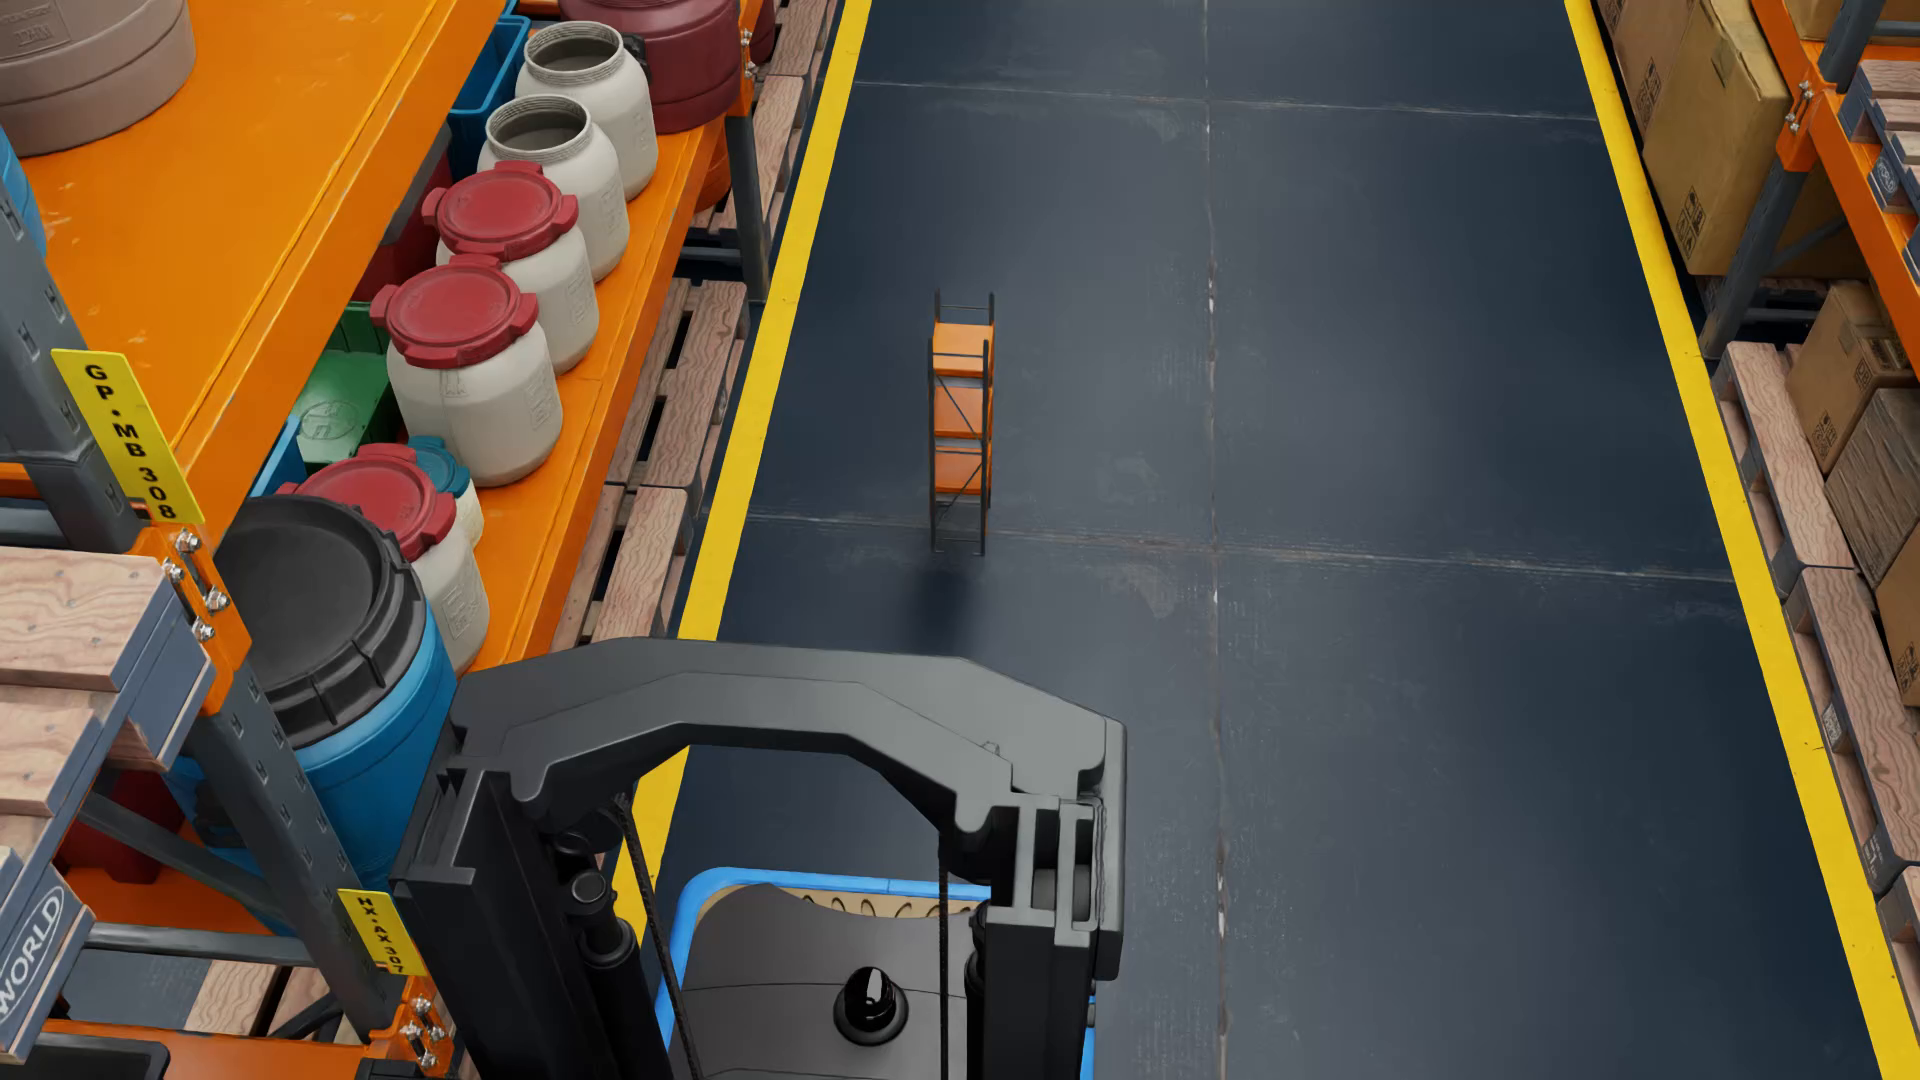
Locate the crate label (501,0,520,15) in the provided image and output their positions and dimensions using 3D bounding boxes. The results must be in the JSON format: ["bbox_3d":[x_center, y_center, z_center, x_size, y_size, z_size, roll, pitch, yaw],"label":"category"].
[{"bbox_3d":[-1.742,-1.766,5.945,0.303,0.233,0.416,4,48,4],"label":"crate label"}]

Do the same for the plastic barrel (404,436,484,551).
[{"bbox_3d":[-1.421,-0.083,4.387,0.301,0.262,0.301,0,48,0],"label":"plastic barrel"}]

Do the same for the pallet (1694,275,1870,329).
[{"bbox_3d":[3.749,-1.406,7.393,1.003,0.211,1.213,4,48,4],"label":"pallet"}]

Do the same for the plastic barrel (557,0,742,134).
[{"bbox_3d":[-1.071,-1.791,5.763,0.600,0.536,0.708,4,48,4],"label":"plastic barrel"}]

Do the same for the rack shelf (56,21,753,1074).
[{"bbox_3d":[-1.512,-0.394,5.065,1.077,0.370,4.000,4,48,4],"label":"rack shelf"}]

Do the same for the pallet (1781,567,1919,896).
[{"bbox_3d":[3.416,0.636,5.525,1.003,0.211,1.213,4,48,4],"label":"pallet"}]

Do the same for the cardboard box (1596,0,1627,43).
[{"bbox_3d":[3.848,-3.009,8.125,1.225,0.875,0.875,2,48,2],"label":"cardboard box"}]

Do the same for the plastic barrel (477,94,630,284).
[{"bbox_3d":[-1.250,-1.064,5.115,0.421,0.512,0.421,0,48,0],"label":"plastic barrel"}]

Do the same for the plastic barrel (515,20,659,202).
[{"bbox_3d":[-1.211,-1.374,5.398,0.421,0.512,0.421,0,48,0],"label":"plastic barrel"}]

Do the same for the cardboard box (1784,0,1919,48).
[{"bbox_3d":[3.400,-2.186,6.149,0.500,0.500,0.500,5,48,5],"label":"cardboard box"}]

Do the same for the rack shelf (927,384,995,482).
[{"bbox_3d":[0.005,-0.386,5.906,0.215,0.259,0.240,4,48,4],"label":"rack shelf"}]

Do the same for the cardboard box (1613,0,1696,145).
[{"bbox_3d":[3.775,-2.358,7.529,1.225,0.875,0.875,4,48,4],"label":"cardboard box"}]

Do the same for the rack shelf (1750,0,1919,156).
[{"bbox_3d":[3.784,-3.000,7.449,1.077,0.370,4.000,4,48,4],"label":"rack shelf"}]

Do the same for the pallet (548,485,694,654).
[{"bbox_3d":[-1.553,0.295,5.837,1.003,0.211,1.213,4,48,4],"label":"pallet"}]

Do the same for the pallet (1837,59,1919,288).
[{"bbox_3d":[3.643,-1.178,5.424,1.213,0.211,1.003,4,48,4],"label":"pallet"}]

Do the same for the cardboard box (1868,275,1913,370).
[{"bbox_3d":[3.571,-0.837,5.870,0.500,0.250,0.500,6,48,5],"label":"cardboard box"}]

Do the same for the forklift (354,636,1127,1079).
[{"bbox_3d":[-0.294,1.647,2.757,1.130,2.935,3.031,3,48,3],"label":"forklift"}]

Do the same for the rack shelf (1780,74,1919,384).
[{"bbox_3d":[3.420,-0.061,4.760,1.077,0.370,4.000,4,48,4],"label":"rack shelf"}]

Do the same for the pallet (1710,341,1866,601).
[{"bbox_3d":[3.529,-0.258,6.343,1.003,0.211,1.213,4,48,4],"label":"pallet"}]

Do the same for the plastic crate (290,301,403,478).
[{"bbox_3d":[-1.817,-0.394,4.721,0.450,0.188,0.662,4,48,4],"label":"plastic crate"}]

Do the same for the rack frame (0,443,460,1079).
[{"bbox_3d":[-1.695,0.833,3.455,1.000,3.000,0.127,4,48,4],"label":"rack frame"}]

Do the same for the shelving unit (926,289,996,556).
[{"bbox_3d":[0.005,-0.394,5.899,0.215,1.050,0.252,4,48,4],"label":"shelving unit"}]

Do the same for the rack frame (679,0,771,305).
[{"bbox_3d":[-1.330,-2.106,6.144,1.000,3.000,0.127,4,48,4],"label":"rack frame"}]

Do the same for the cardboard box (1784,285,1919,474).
[{"bbox_3d":[3.561,-0.584,6.148,0.700,0.500,0.500,2,48,1],"label":"cardboard box"}]

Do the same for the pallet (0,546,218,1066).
[{"bbox_3d":[-1.663,0.421,1.927,1.213,0.211,1.003,4,48,4],"label":"pallet"}]

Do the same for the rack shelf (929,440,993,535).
[{"bbox_3d":[0.005,-0.199,6.111,0.215,0.259,0.240,4,48,4],"label":"rack shelf"}]

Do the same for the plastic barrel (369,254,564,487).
[{"bbox_3d":[-1.322,-0.440,4.528,0.433,0.535,0.433,0,48,0],"label":"plastic barrel"}]

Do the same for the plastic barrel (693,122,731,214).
[{"bbox_3d":[-1.303,-1.876,7.119,0.600,0.830,0.708,4,48,4],"label":"plastic barrel"}]

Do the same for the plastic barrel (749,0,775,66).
[{"bbox_3d":[-1.200,-2.625,7.967,0.600,0.588,0.708,4,48,4],"label":"plastic barrel"}]

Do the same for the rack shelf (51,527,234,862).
[{"bbox_3d":[-1.877,1.533,1.270,1.077,0.370,4.000,4,48,4],"label":"rack shelf"}]

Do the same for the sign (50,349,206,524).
[{"bbox_3d":[-1.148,-0.137,2.304,0.100,0.325,0.005,4,48,4],"label":"sign"}]

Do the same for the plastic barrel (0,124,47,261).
[{"bbox_3d":[-1.865,-0.737,2.519,0.600,0.901,0.708,4,48,4],"label":"plastic barrel"}]

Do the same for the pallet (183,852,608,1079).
[{"bbox_3d":[-1.662,1.194,5.015,1.003,0.211,1.213,4,48,4],"label":"pallet"}]

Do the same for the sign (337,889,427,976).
[{"bbox_3d":[-1.148,0.785,3.312,0.100,0.325,0.005,4,48,4],"label":"sign"}]

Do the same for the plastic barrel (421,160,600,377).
[{"bbox_3d":[-1.283,-0.758,4.819,0.433,0.535,0.433,0,48,0],"label":"plastic barrel"}]

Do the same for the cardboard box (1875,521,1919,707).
[{"bbox_3d":[3.478,0.241,5.393,0.700,0.500,0.500,7,48,7],"label":"cardboard box"}]

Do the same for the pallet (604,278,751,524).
[{"bbox_3d":[-1.439,-0.599,6.654,1.003,0.211,1.213,4,48,4],"label":"pallet"}]

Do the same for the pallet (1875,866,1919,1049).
[{"bbox_3d":[3.307,1.535,4.703,1.003,0.211,1.213,4,48,4],"label":"pallet"}]

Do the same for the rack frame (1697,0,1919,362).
[{"bbox_3d":[3.602,-1.773,5.839,1.000,3.000,0.127,4,48,4],"label":"rack frame"}]

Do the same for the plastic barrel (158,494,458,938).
[{"bbox_3d":[-1.358,0.400,3.511,0.600,0.901,0.708,4,48,4],"label":"plastic barrel"}]

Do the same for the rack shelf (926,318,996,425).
[{"bbox_3d":[0.005,-0.578,5.697,0.215,0.259,0.240,4,48,4],"label":"rack shelf"}]

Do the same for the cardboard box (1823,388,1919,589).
[{"bbox_3d":[3.523,-0.176,5.774,0.700,0.500,0.500,0,48,0],"label":"cardboard box"}]

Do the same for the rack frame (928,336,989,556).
[{"bbox_3d":[-0.006,-0.304,5.817,0.200,1.050,0.008,4,48,4],"label":"rack frame"}]

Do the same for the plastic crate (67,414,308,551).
[{"bbox_3d":[-1.904,0.007,4.222,0.392,0.384,0.575,4,48,4],"label":"plastic crate"}]

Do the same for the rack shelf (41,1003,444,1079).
[{"bbox_3d":[-1.877,2.545,2.377,1.077,0.370,4.000,4,48,4],"label":"rack shelf"}]

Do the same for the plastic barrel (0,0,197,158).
[{"bbox_3d":[-1.805,-1.217,2.958,0.600,0.901,0.600,0,48,0],"label":"plastic barrel"}]

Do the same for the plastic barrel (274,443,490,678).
[{"bbox_3d":[-1.389,0.099,4.035,0.433,0.535,0.433,0,48,0],"label":"plastic barrel"}]

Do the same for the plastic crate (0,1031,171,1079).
[{"bbox_3d":[-1.869,1.230,3.134,0.767,0.338,0.504,4,48,4],"label":"plastic crate"}]

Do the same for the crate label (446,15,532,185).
[{"bbox_3d":[-1.690,-1.406,5.480,0.502,0.435,0.616,4,48,4],"label":"crate label"}]

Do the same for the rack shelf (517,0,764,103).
[{"bbox_3d":[-1.148,-3.333,7.753,1.077,0.370,4.000,4,48,4],"label":"rack shelf"}]

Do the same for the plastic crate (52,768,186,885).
[{"bbox_3d":[-1.955,0.435,3.776,0.402,0.464,0.583,4,48,4],"label":"plastic crate"}]

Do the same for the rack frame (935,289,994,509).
[{"bbox_3d":[0.016,-0.483,5.981,0.200,1.050,0.008,4,48,4],"label":"rack frame"}]

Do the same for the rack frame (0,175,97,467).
[{"bbox_3d":[-1.695,-1.192,1.242,1.000,3.000,0.127,4,48,4],"label":"rack frame"}]

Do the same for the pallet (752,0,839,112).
[{"bbox_3d":[-1.186,-2.641,8.523,1.003,0.211,1.213,4,48,4],"label":"pallet"}]

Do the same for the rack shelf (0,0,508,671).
[{"bbox_3d":[-1.512,-1.406,3.958,1.077,0.370,4.000,4,48,4],"label":"rack shelf"}]

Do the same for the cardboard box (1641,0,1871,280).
[{"bbox_3d":[3.686,-1.704,6.931,1.225,0.875,0.875,2,48,2],"label":"cardboard box"}]

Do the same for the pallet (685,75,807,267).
[{"bbox_3d":[-1.300,-1.747,7.705,1.003,0.211,1.213,4,48,4],"label":"pallet"}]

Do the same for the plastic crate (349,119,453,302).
[{"bbox_3d":[-1.782,-0.961,5.053,0.402,0.464,0.583,4,48,4],"label":"plastic crate"}]

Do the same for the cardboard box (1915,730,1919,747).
[{"bbox_3d":[3.428,0.651,5.018,0.700,0.500,0.500,0,48,0],"label":"cardboard box"}]
